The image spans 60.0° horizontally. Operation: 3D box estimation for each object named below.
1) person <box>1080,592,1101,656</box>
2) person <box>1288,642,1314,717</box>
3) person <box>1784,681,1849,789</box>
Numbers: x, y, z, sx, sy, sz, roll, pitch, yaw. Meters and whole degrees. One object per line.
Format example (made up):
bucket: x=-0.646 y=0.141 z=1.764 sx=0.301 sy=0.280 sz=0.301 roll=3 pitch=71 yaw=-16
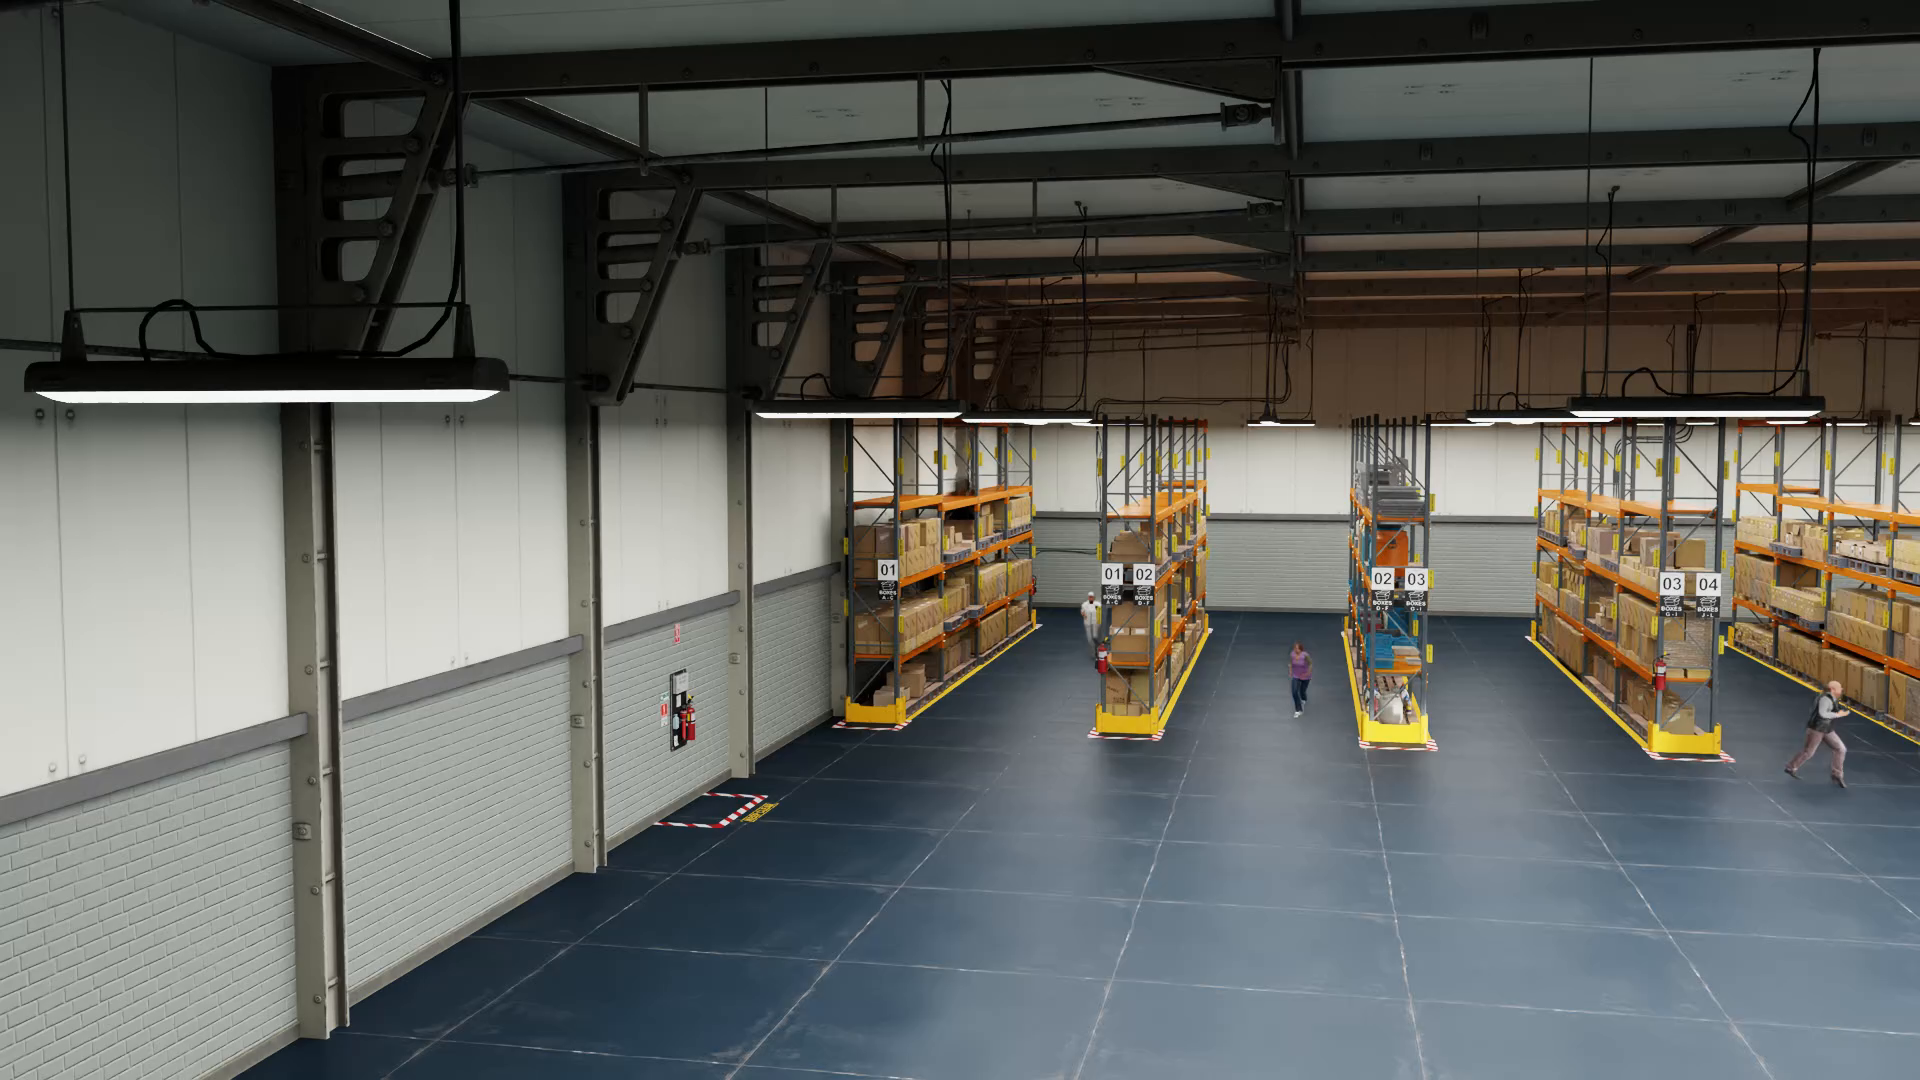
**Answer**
person: x=3.314 y=2.120 z=41.755 sx=0.599 sy=1.622 sz=0.645 roll=1 pitch=4 yaw=14
person: x=6.848 y=2.766 z=33.301 sx=0.521 sy=1.528 sz=0.819 roll=2 pitch=4 yaw=27
person: x=13.772 y=3.103 z=26.715 sx=0.651 sy=1.734 sz=0.959 roll=-3 pitch=5 yaw=-42
